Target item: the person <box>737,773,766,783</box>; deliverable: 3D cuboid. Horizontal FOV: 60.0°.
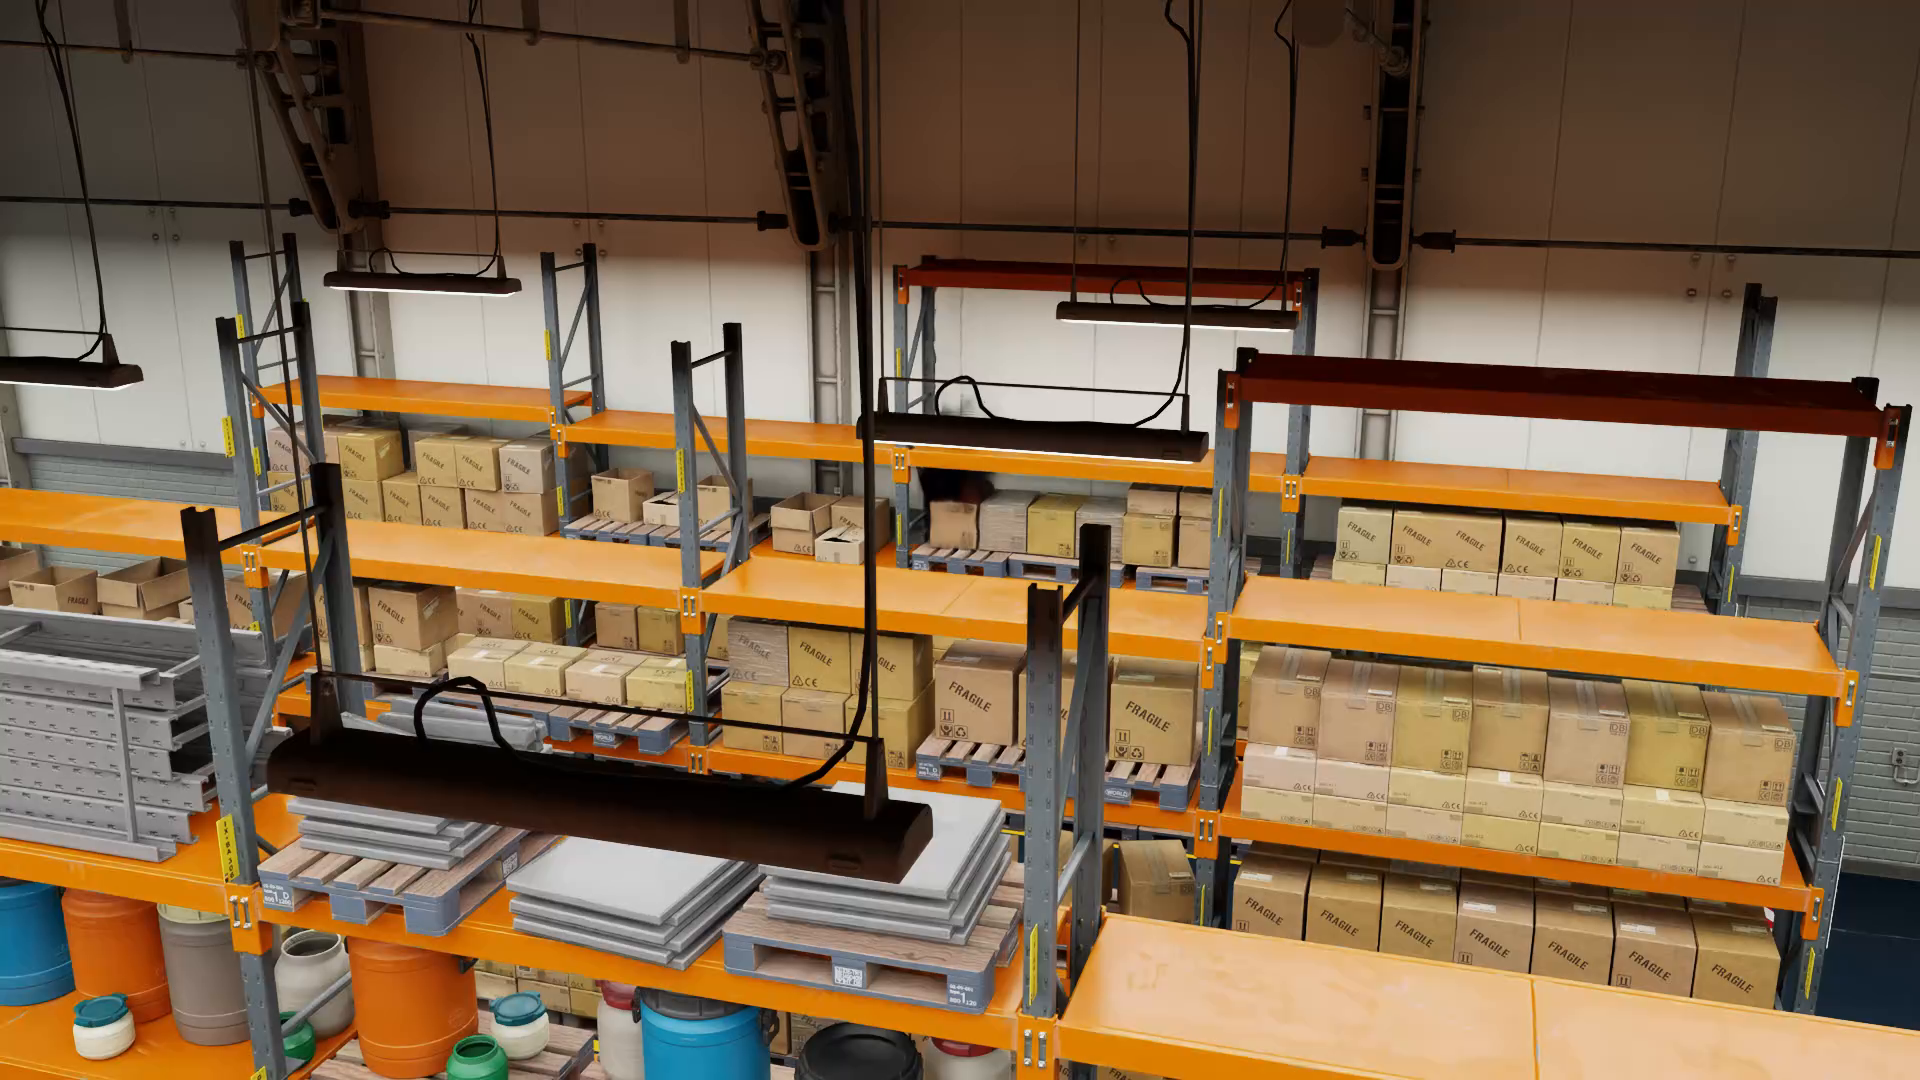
[{"bbox_3d":[-1.937,2.855,15.721,1.008,1.836,0.742,4,17,14],"label":"person"}]
